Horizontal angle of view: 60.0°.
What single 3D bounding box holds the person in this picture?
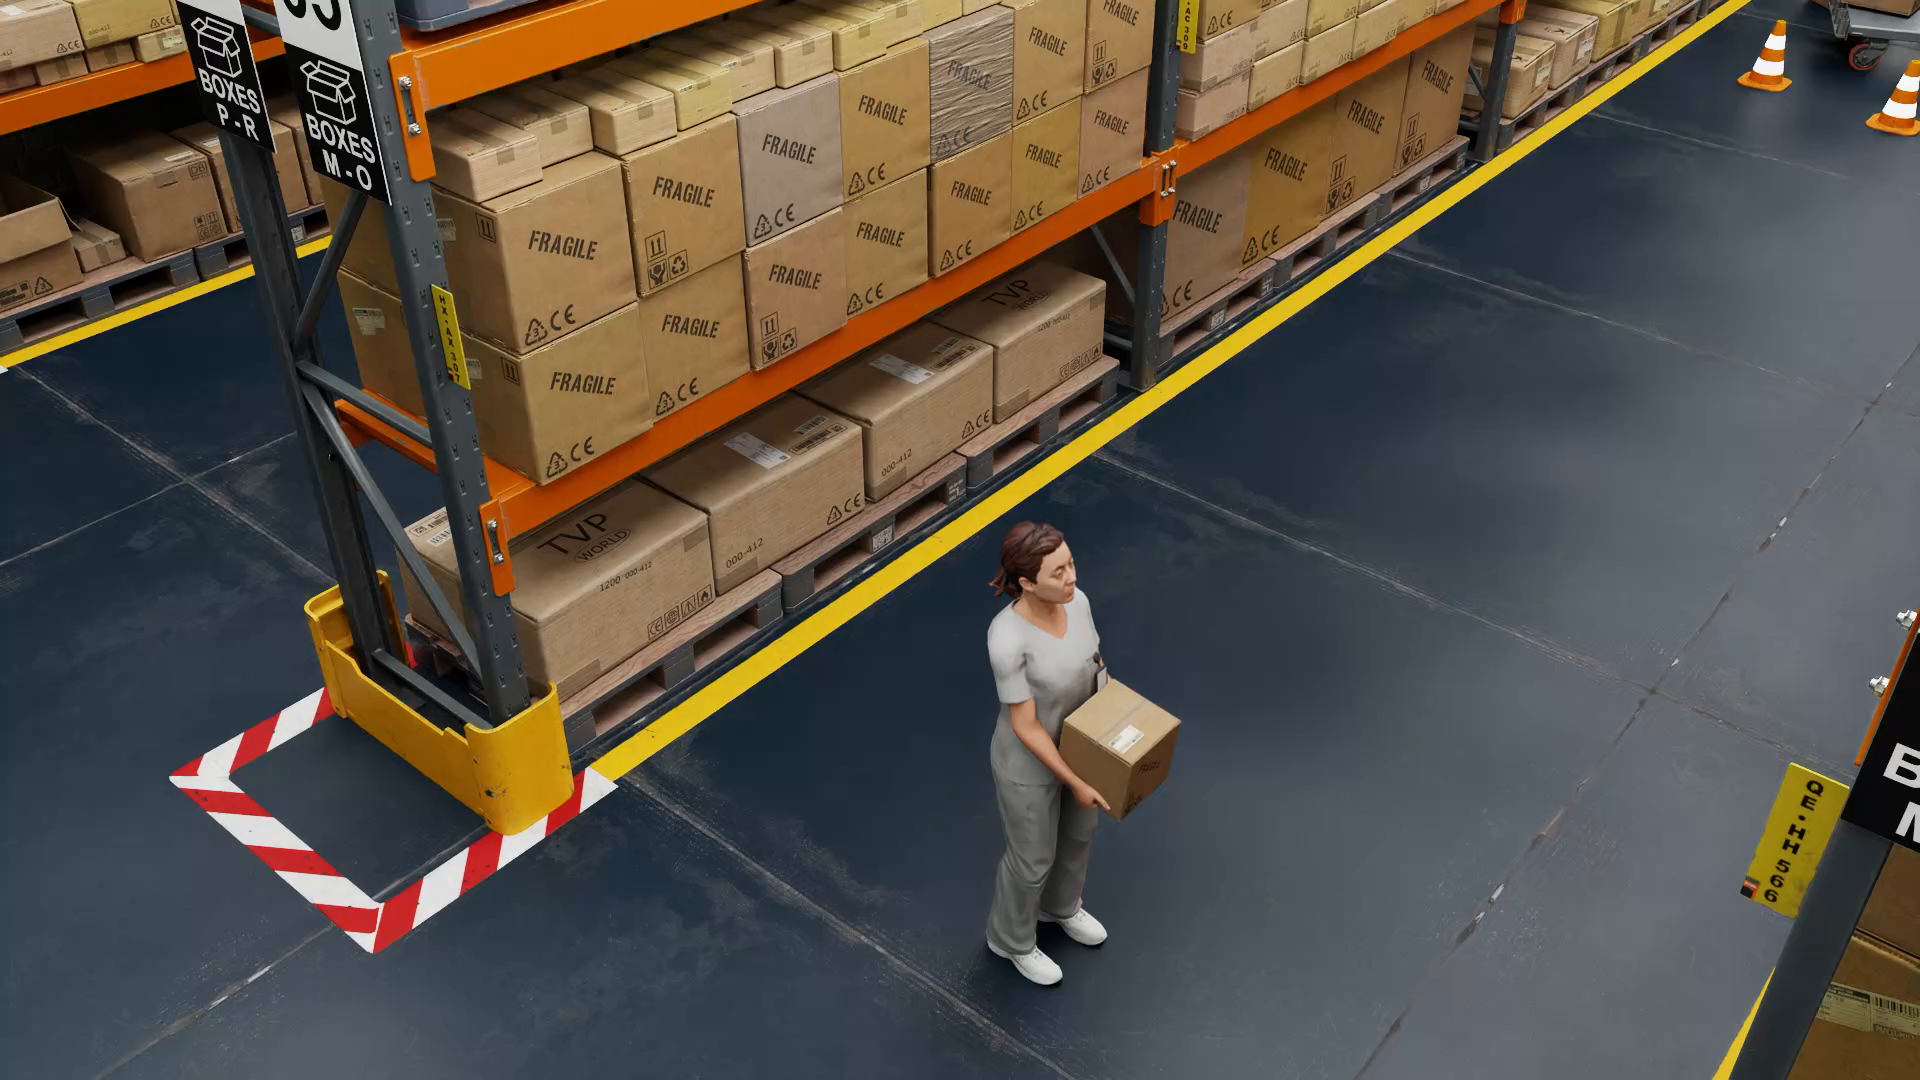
[{"bbox_3d":[0.318,0.698,5.165,0.561,1.662,0.437,26,43,32],"label":"person"}]
